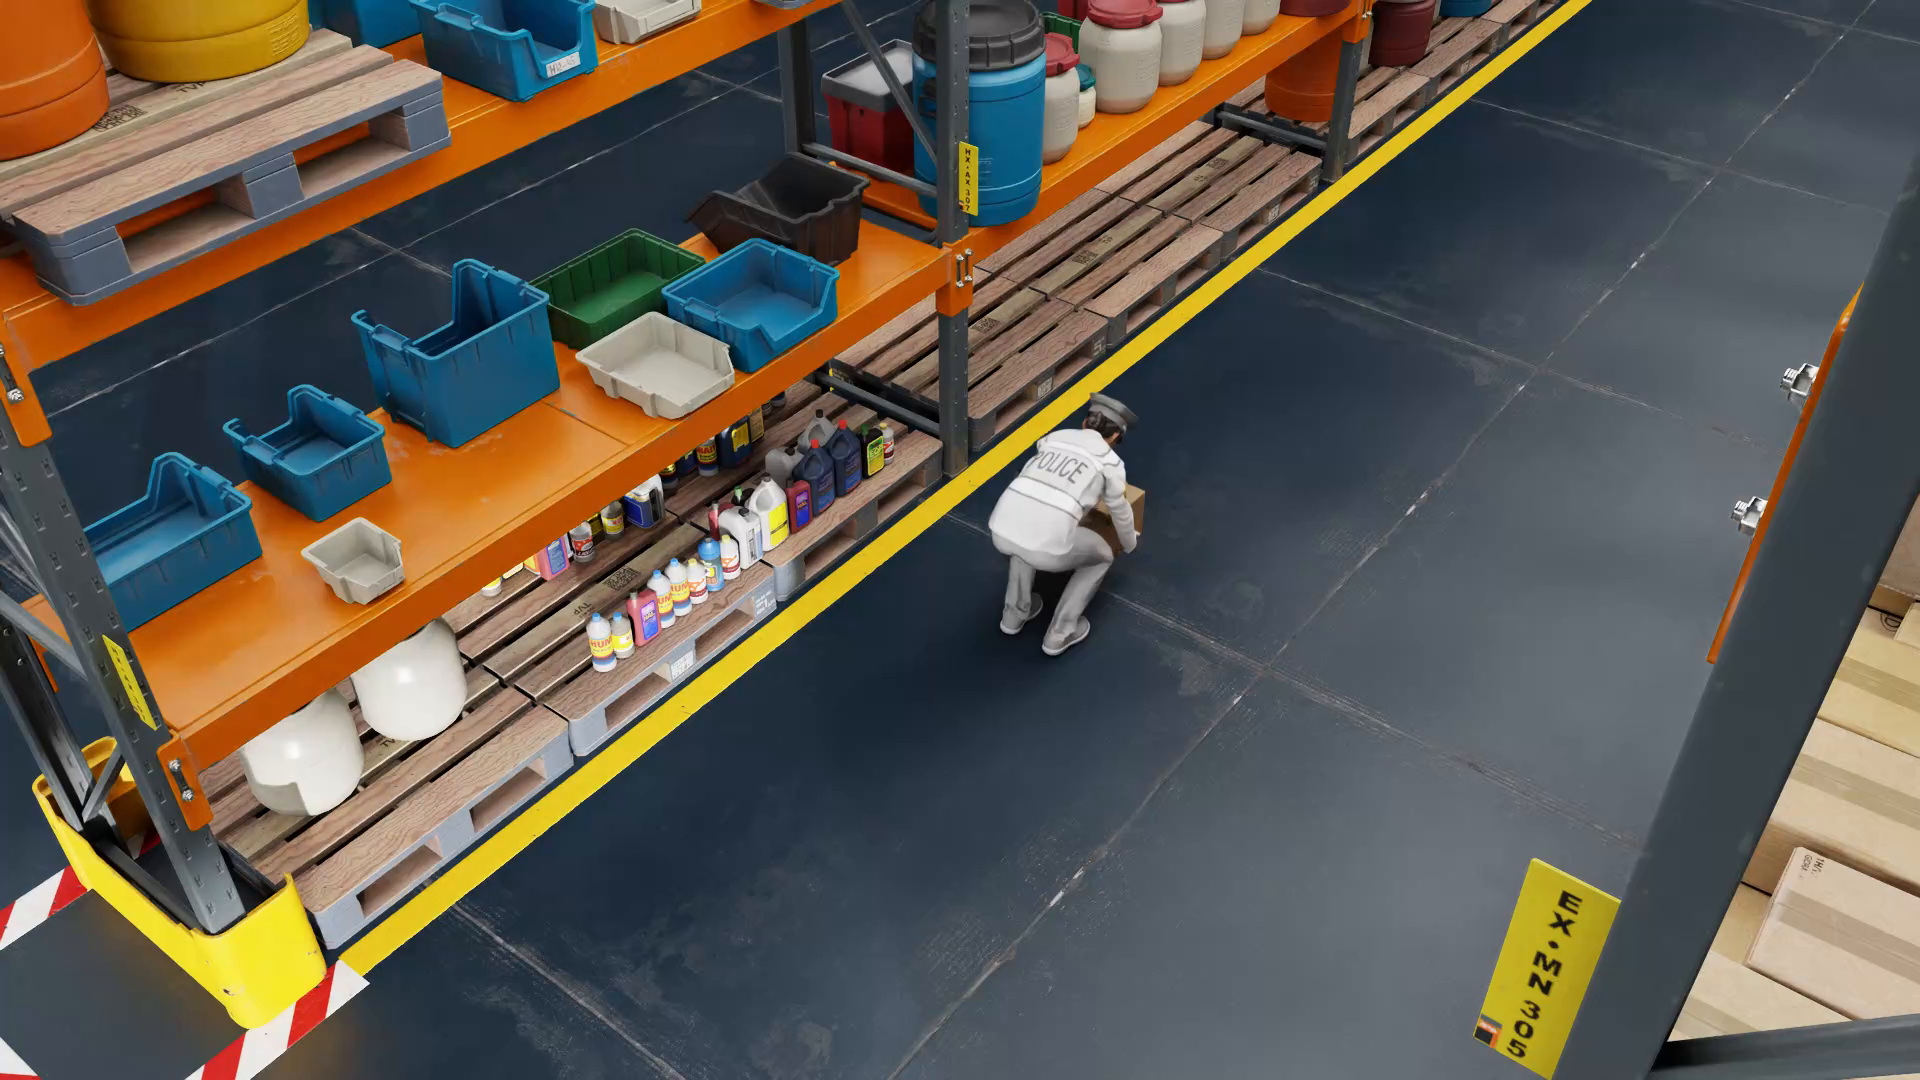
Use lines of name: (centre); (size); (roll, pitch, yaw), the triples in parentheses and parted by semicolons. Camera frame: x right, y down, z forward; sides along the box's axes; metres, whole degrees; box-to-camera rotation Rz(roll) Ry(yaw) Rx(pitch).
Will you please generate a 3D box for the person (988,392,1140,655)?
person: (0.472, -0.071, 7.242); (0.468, 0.984, 0.915); (24, 45, 26)
